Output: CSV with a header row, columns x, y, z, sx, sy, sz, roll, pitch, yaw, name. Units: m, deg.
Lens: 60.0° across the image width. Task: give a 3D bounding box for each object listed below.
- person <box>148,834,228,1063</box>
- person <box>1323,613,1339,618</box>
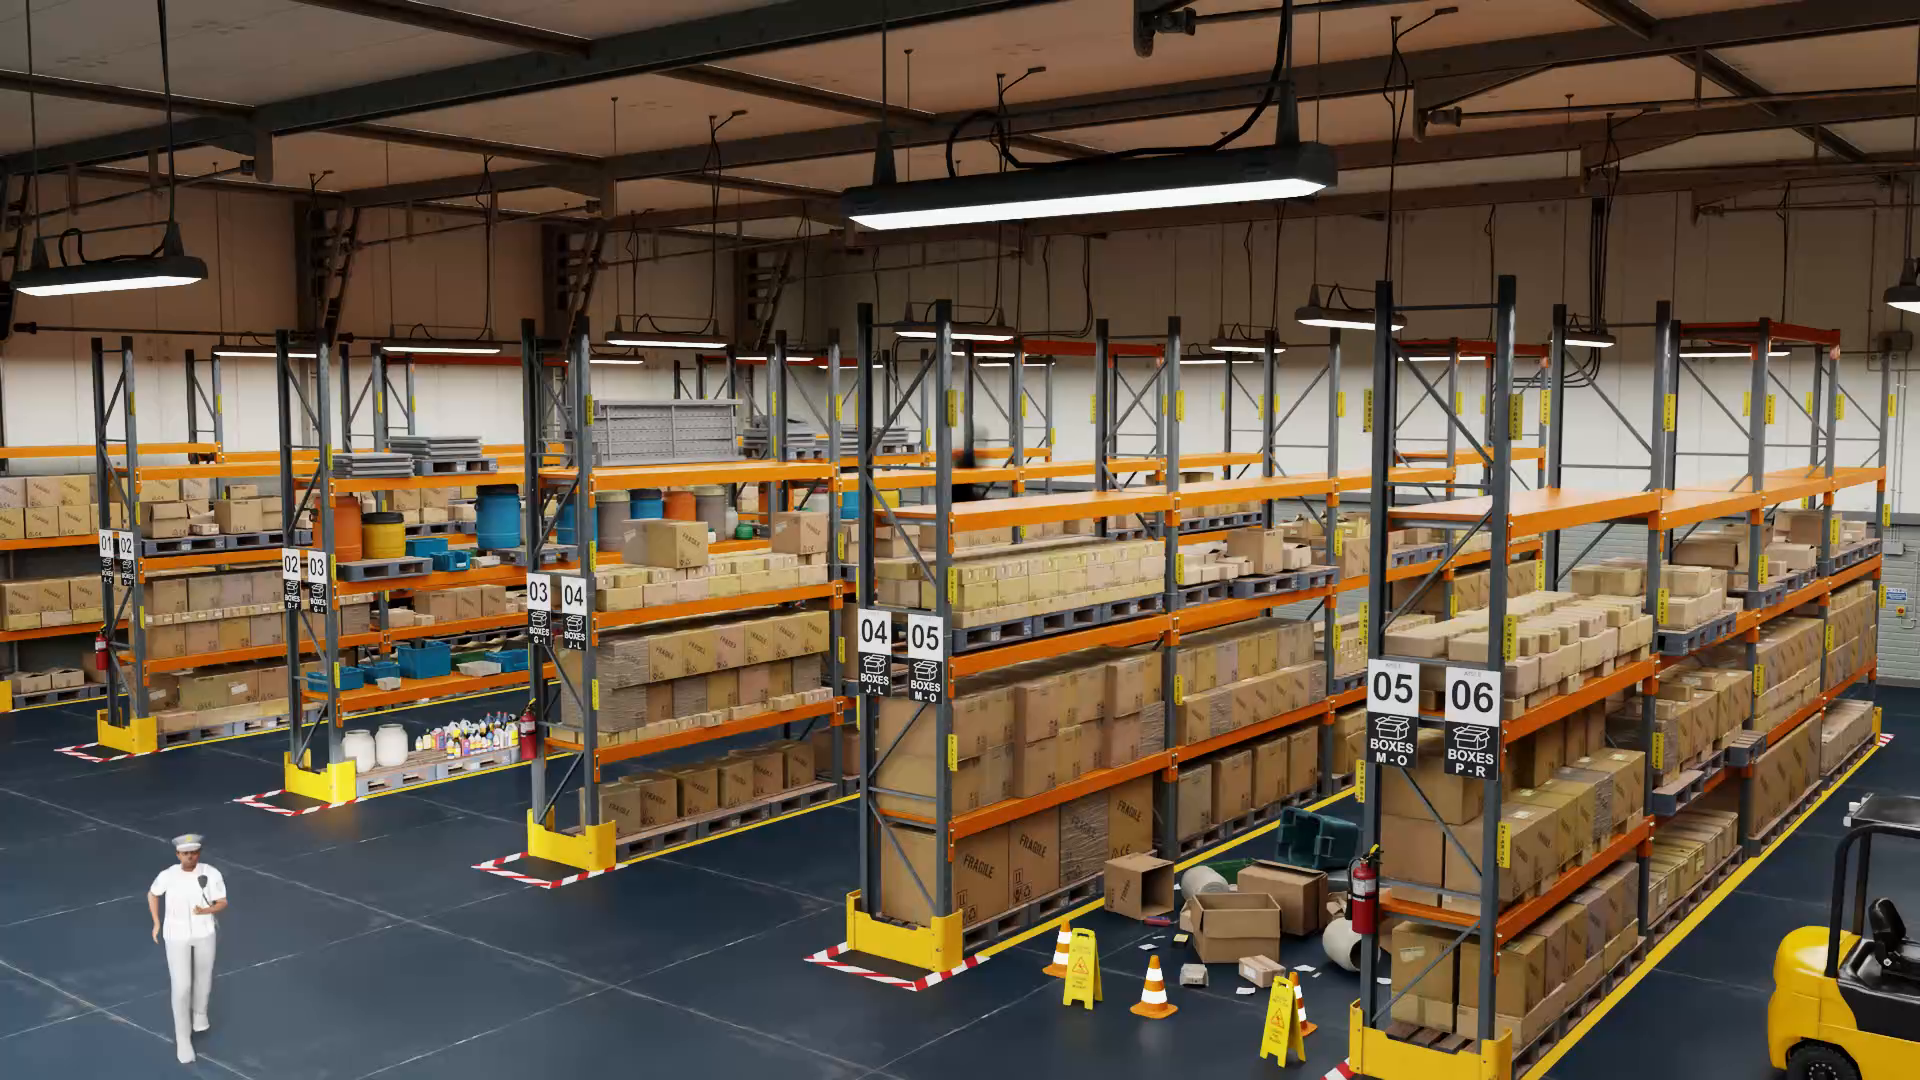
x,y,z,sx,sy,sz,roll,pitch,yaw,name
-6.096,3.178,13.172,0.547,1.751,0.761,-3,6,-31,person
5.959,2.007,26.465,0.706,1.753,0.782,4,6,37,person
